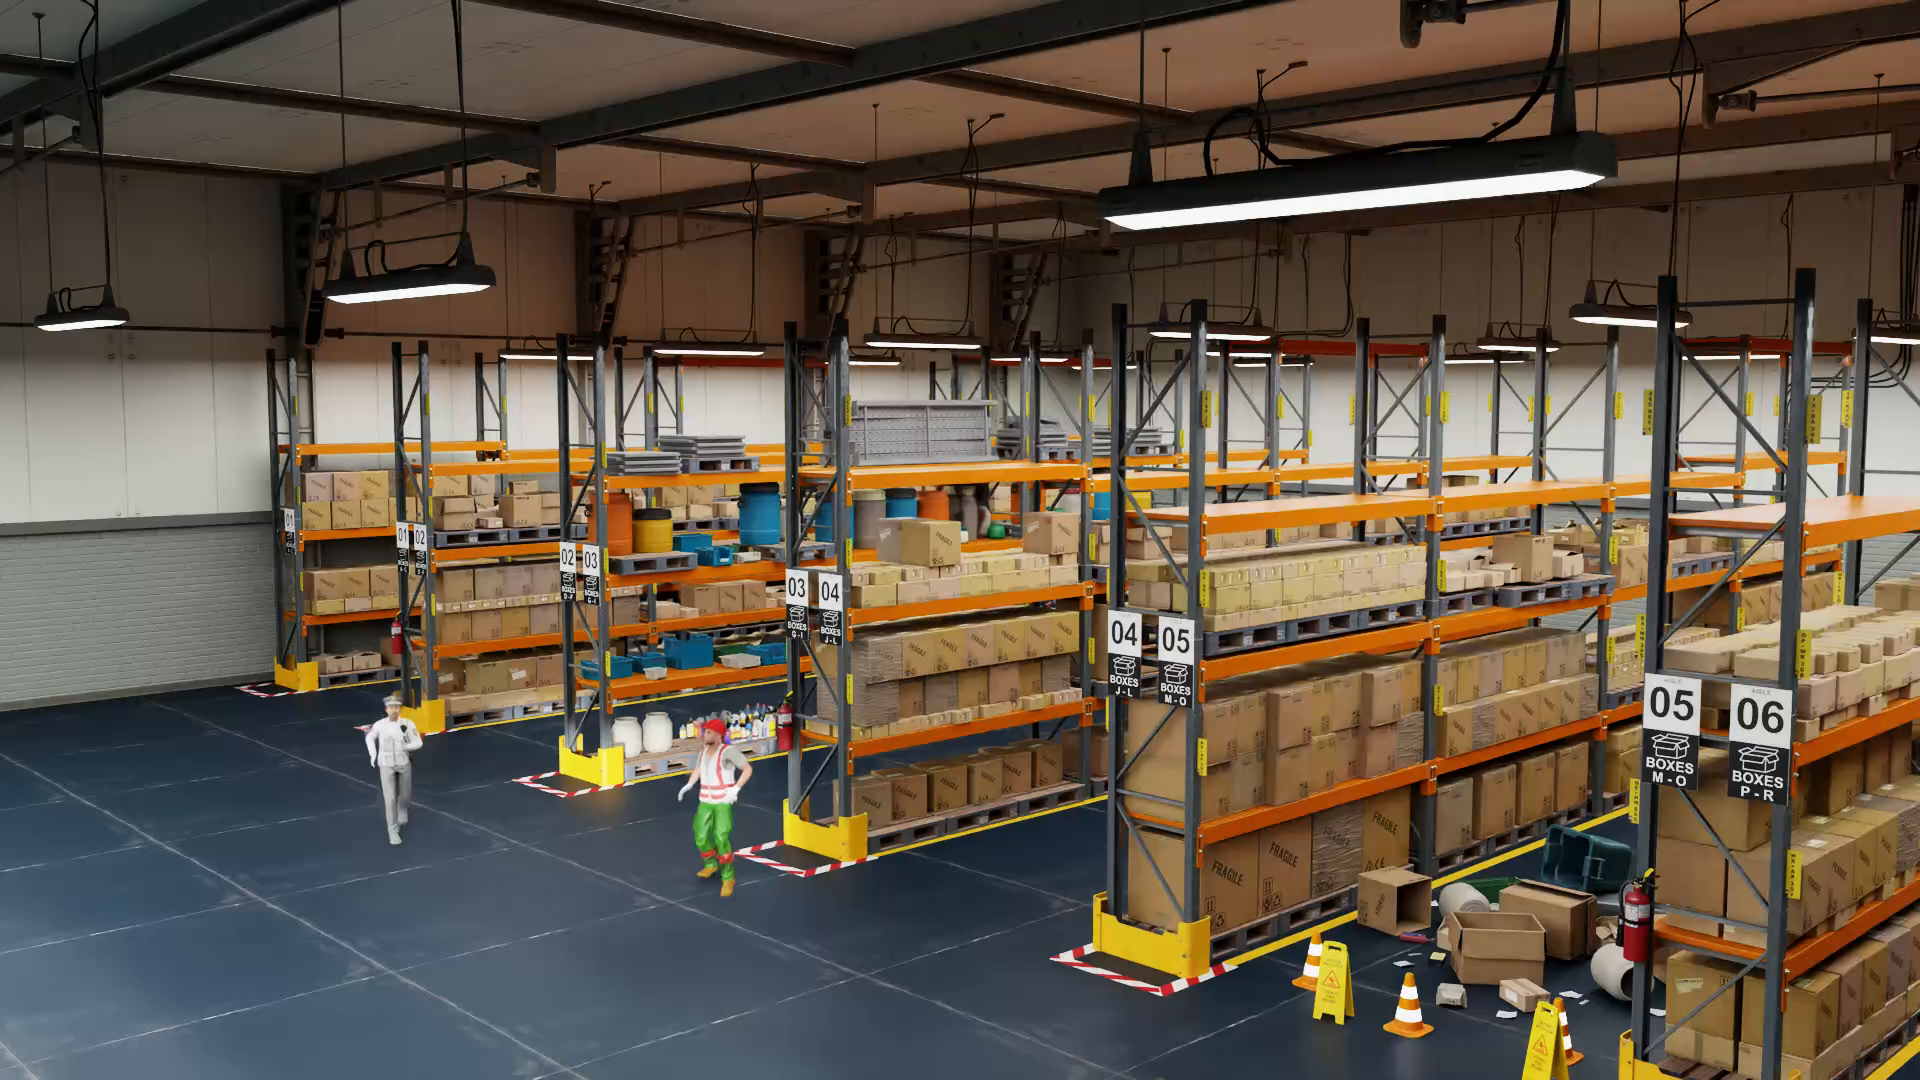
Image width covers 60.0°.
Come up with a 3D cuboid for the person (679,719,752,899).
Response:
[{"bbox_3d":[-2.626,2.784,17.501,0.821,1.783,0.652,2,5,25],"label":"person"}]

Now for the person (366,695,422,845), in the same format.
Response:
[{"bbox_3d":[-6.591,2.630,19.398,0.618,1.673,0.915,-2,5,-22],"label":"person"}]

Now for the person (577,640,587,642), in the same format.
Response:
[{"bbox_3d":[-6.825,1.726,29.949,0.837,1.663,0.599,-3,6,-35],"label":"person"}]

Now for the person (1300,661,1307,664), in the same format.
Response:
[{"bbox_3d":[4.584,2.374,22.145,0.926,1.847,0.671,-5,7,-45],"label":"person"}]
